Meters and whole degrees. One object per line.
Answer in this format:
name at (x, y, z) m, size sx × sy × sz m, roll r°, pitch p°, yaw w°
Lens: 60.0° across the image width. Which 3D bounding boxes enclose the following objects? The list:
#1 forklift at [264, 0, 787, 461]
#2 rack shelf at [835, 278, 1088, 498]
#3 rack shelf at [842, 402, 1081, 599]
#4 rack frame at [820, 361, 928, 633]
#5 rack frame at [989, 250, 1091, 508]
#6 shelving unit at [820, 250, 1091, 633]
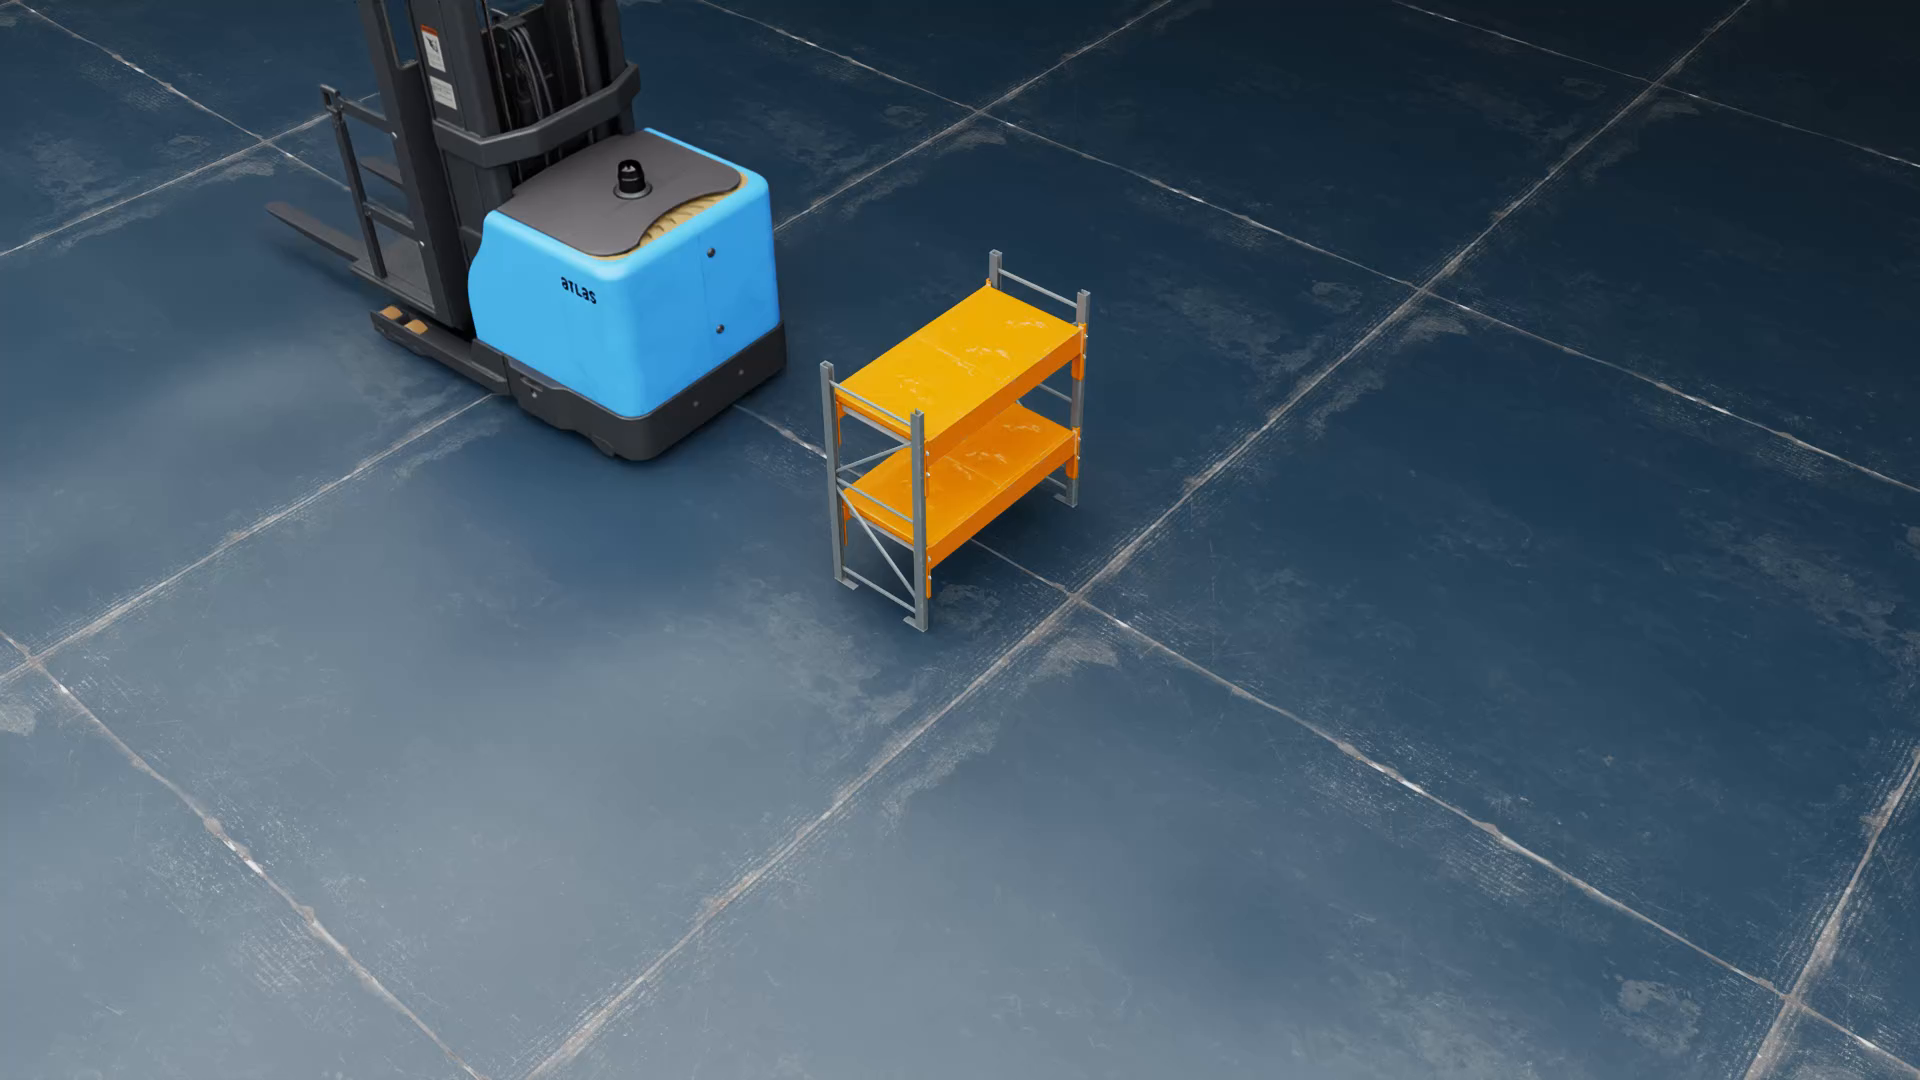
forklift at (-2.318, -2.263, 7.560) m, size 3.031 × 2.935 × 1.130 m, roll 27°, pitch 49°, yaw 27°
rack shelf at (-0.004, -0.629, 6.671) m, size 0.538 × 0.278 × 1.000 m, roll 29°, pitch 50°, yaw 28°
rack shelf at (-0.004, -0.232, 7.032) m, size 0.538 × 0.278 × 1.000 m, roll 29°, pitch 50°, yaw 28°
rack frame at (-0.331, -0.151, 6.580) m, size 0.500 × 1.125 × 0.032 m, roll 29°, pitch 50°, yaw 28°
rack frame at (0.323, -0.674, 7.156) m, size 0.500 × 1.125 × 0.032 m, roll 29°, pitch 50°, yaw 28°
shelving unit at (-0.004, -0.413, 6.868) m, size 0.538 × 1.125 × 1.048 m, roll 29°, pitch 50°, yaw 28°
